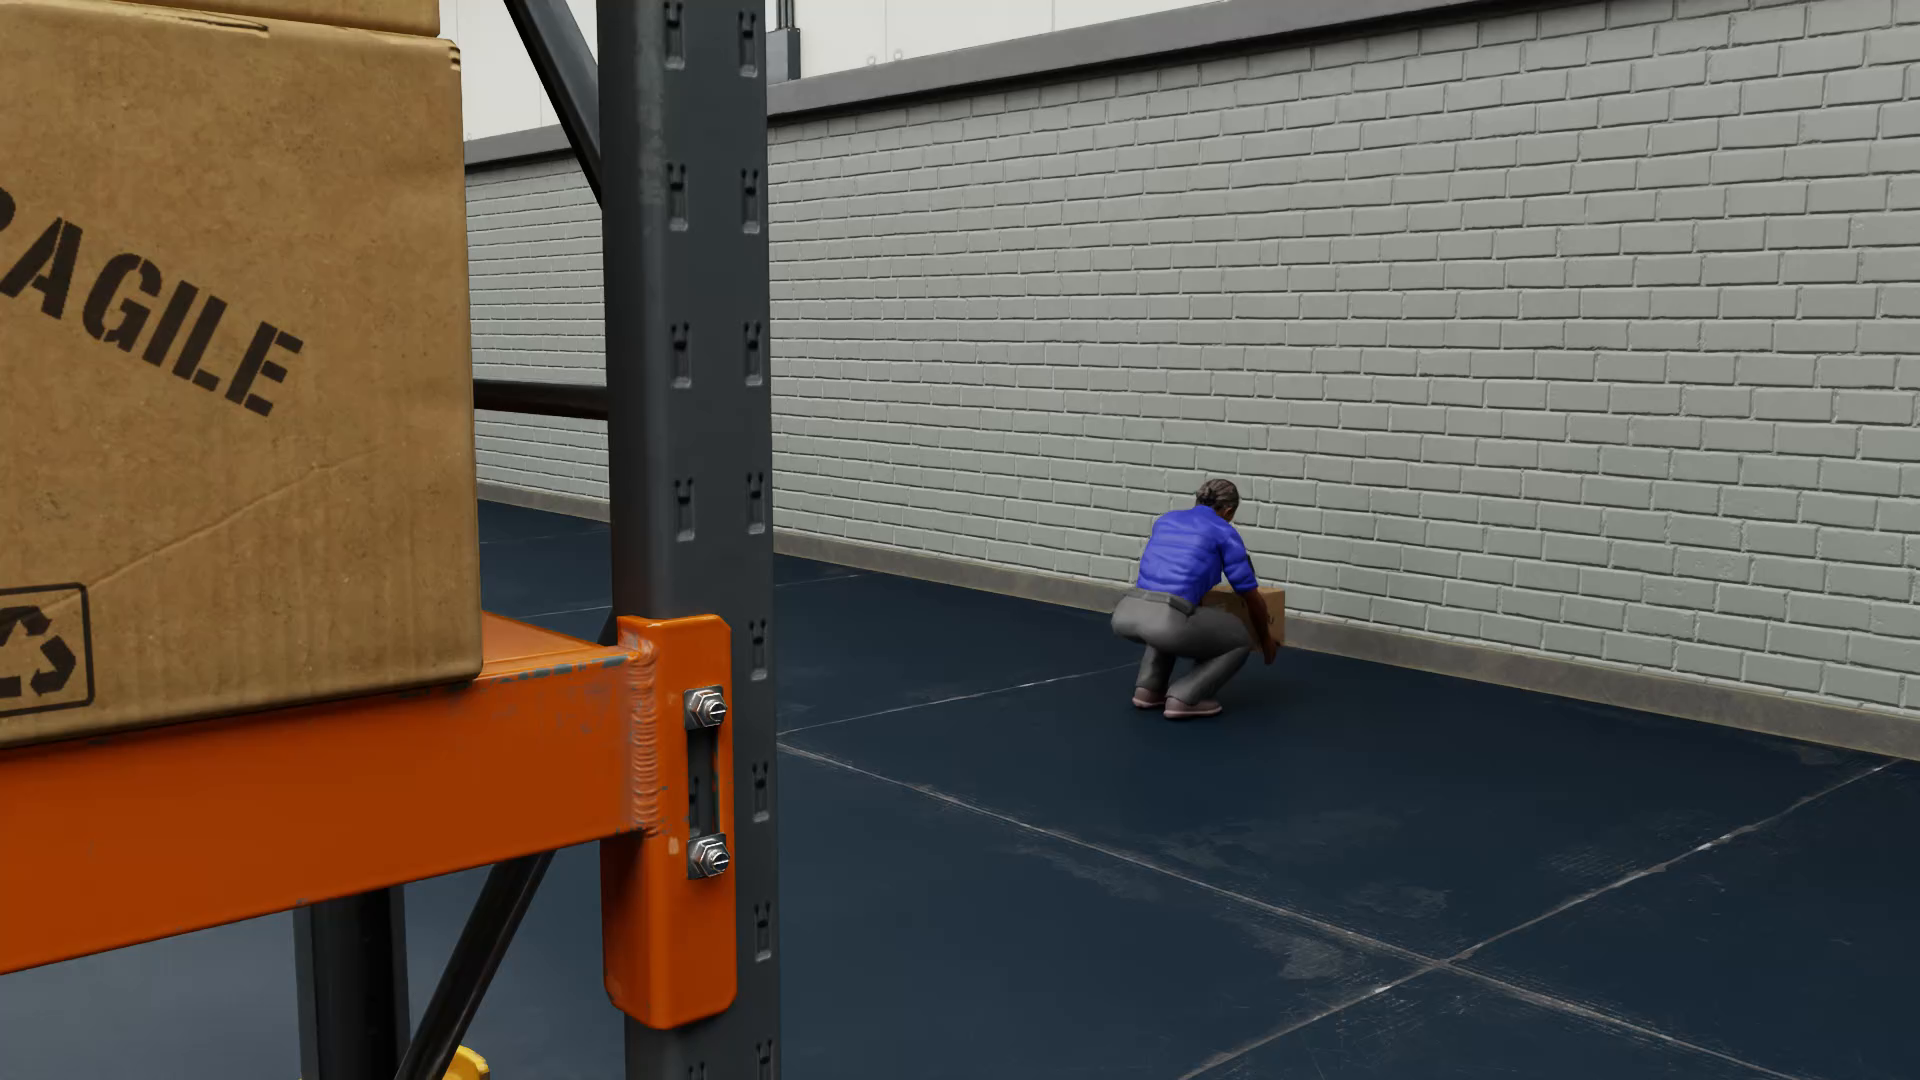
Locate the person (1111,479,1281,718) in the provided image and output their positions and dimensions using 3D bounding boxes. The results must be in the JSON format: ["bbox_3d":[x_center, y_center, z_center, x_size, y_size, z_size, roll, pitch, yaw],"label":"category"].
[{"bbox_3d":[0.974,0.231,6.868,0.824,0.940,0.470,-7,10,-42],"label":"person"}]
